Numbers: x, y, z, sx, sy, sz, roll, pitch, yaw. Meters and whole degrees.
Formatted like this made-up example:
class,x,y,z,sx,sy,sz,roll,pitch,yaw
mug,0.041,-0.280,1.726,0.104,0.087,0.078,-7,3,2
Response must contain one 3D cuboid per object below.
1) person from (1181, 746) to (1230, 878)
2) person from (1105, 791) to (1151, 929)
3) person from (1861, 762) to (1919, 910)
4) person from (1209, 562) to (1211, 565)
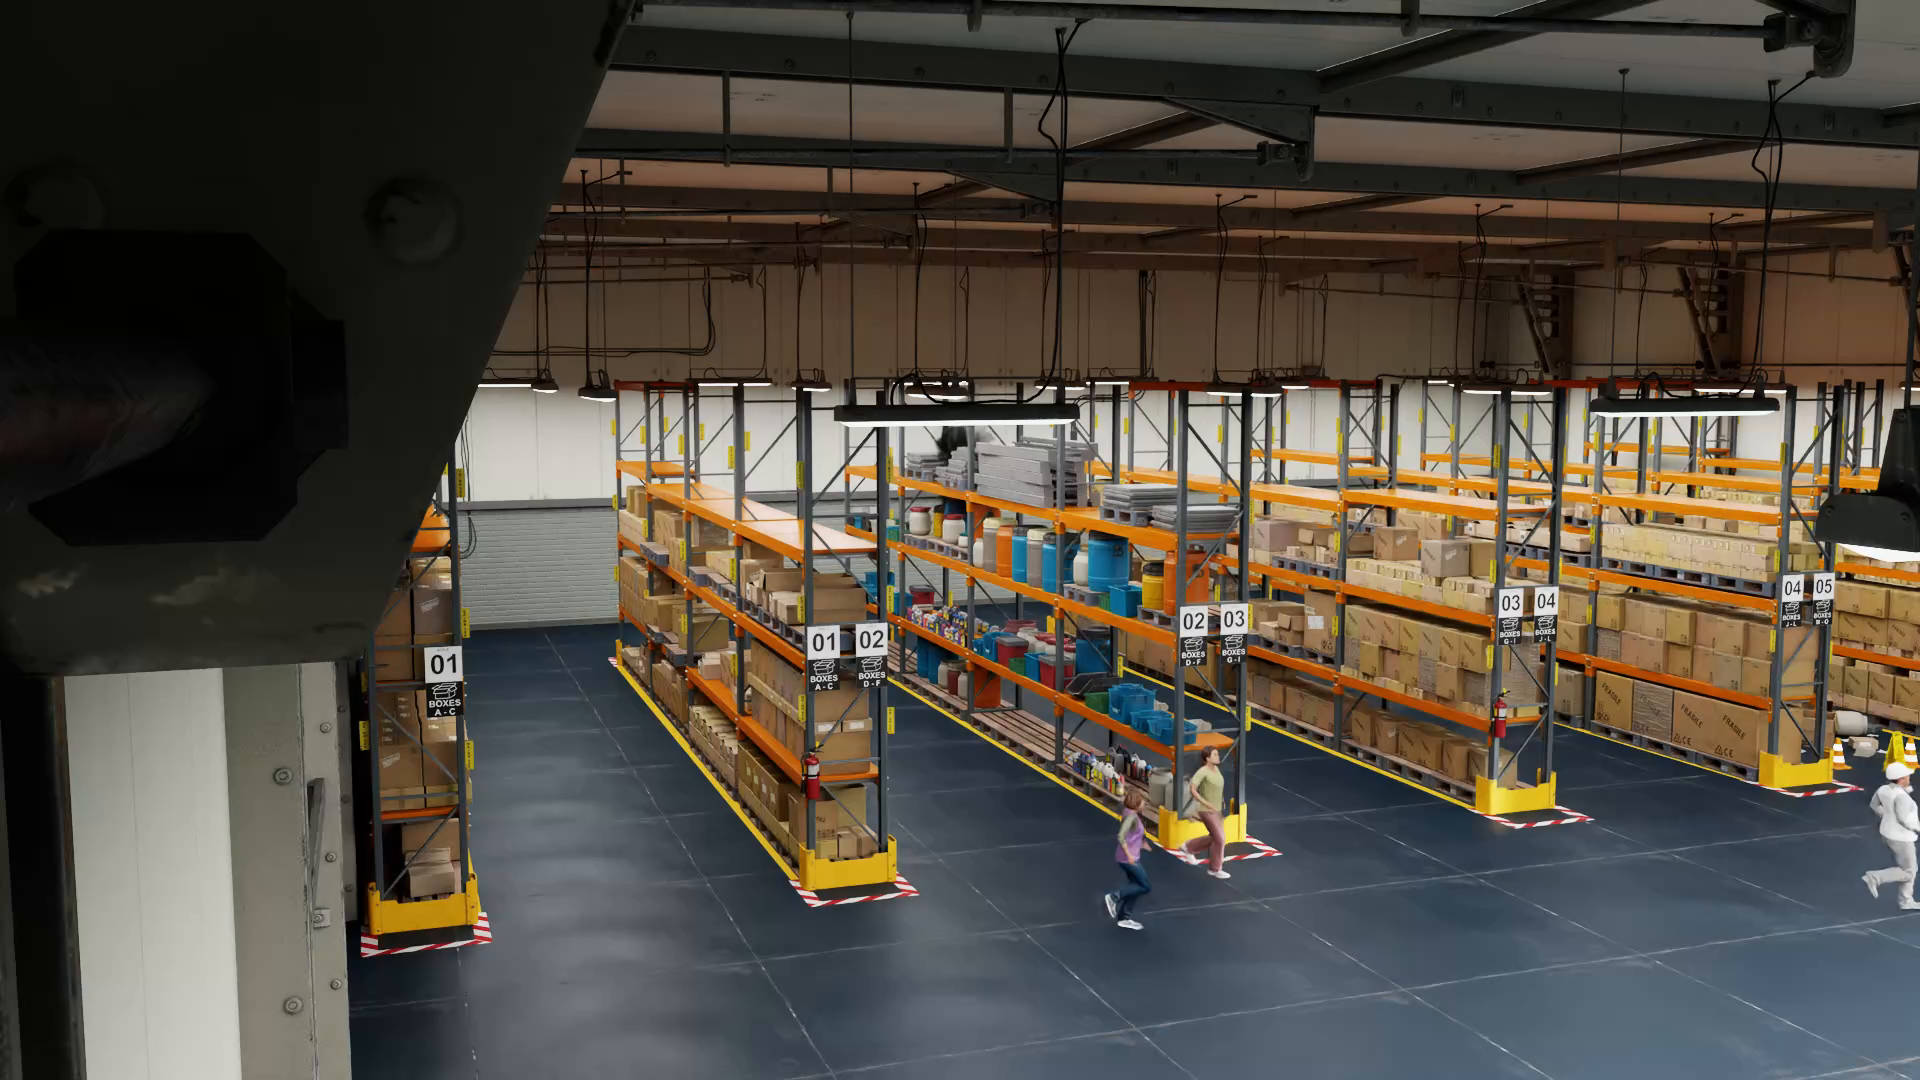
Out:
class,x,y,z,sx,sy,sz,roll,pitch,yaw
person,3.050,3.335,20.608,0.697,1.620,0.595,4,7,35
person,1.919,3.593,18.713,0.484,1.558,0.551,0,6,1
person,10.849,3.435,19.288,0.778,1.743,0.661,1,6,5
person,5.783,1.318,39.640,0.595,1.700,0.806,2,6,22
